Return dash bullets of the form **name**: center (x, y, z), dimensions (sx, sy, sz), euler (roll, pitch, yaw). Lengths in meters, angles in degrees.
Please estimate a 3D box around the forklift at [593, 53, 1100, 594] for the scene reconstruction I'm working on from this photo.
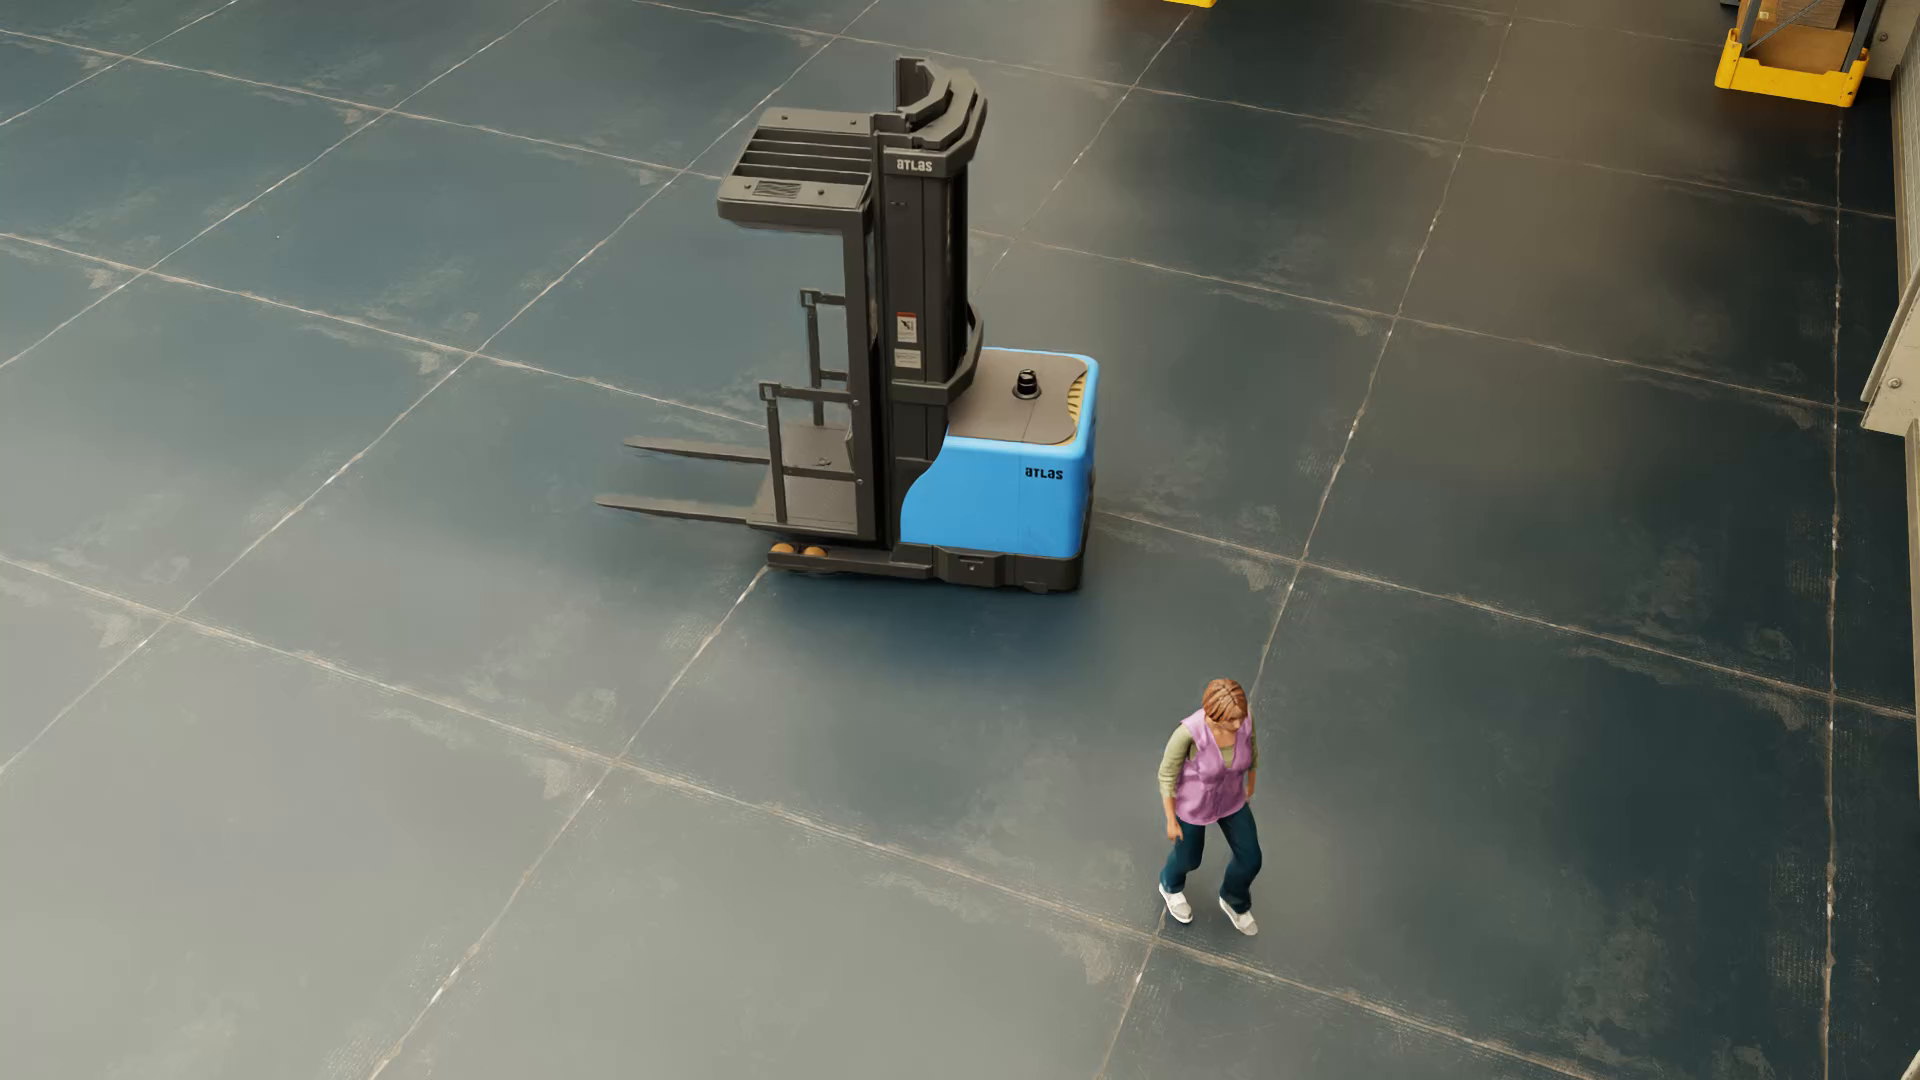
- **forklift**: center (-0.715, -1.247, 9.496), dimensions (3.031, 2.935, 1.130), euler (6, 40, 7)

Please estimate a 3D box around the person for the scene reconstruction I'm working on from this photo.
- **person**: center (1.144, 1.233, 7.630), dimensions (0.510, 1.627, 0.461), euler (-13, 42, -15)
